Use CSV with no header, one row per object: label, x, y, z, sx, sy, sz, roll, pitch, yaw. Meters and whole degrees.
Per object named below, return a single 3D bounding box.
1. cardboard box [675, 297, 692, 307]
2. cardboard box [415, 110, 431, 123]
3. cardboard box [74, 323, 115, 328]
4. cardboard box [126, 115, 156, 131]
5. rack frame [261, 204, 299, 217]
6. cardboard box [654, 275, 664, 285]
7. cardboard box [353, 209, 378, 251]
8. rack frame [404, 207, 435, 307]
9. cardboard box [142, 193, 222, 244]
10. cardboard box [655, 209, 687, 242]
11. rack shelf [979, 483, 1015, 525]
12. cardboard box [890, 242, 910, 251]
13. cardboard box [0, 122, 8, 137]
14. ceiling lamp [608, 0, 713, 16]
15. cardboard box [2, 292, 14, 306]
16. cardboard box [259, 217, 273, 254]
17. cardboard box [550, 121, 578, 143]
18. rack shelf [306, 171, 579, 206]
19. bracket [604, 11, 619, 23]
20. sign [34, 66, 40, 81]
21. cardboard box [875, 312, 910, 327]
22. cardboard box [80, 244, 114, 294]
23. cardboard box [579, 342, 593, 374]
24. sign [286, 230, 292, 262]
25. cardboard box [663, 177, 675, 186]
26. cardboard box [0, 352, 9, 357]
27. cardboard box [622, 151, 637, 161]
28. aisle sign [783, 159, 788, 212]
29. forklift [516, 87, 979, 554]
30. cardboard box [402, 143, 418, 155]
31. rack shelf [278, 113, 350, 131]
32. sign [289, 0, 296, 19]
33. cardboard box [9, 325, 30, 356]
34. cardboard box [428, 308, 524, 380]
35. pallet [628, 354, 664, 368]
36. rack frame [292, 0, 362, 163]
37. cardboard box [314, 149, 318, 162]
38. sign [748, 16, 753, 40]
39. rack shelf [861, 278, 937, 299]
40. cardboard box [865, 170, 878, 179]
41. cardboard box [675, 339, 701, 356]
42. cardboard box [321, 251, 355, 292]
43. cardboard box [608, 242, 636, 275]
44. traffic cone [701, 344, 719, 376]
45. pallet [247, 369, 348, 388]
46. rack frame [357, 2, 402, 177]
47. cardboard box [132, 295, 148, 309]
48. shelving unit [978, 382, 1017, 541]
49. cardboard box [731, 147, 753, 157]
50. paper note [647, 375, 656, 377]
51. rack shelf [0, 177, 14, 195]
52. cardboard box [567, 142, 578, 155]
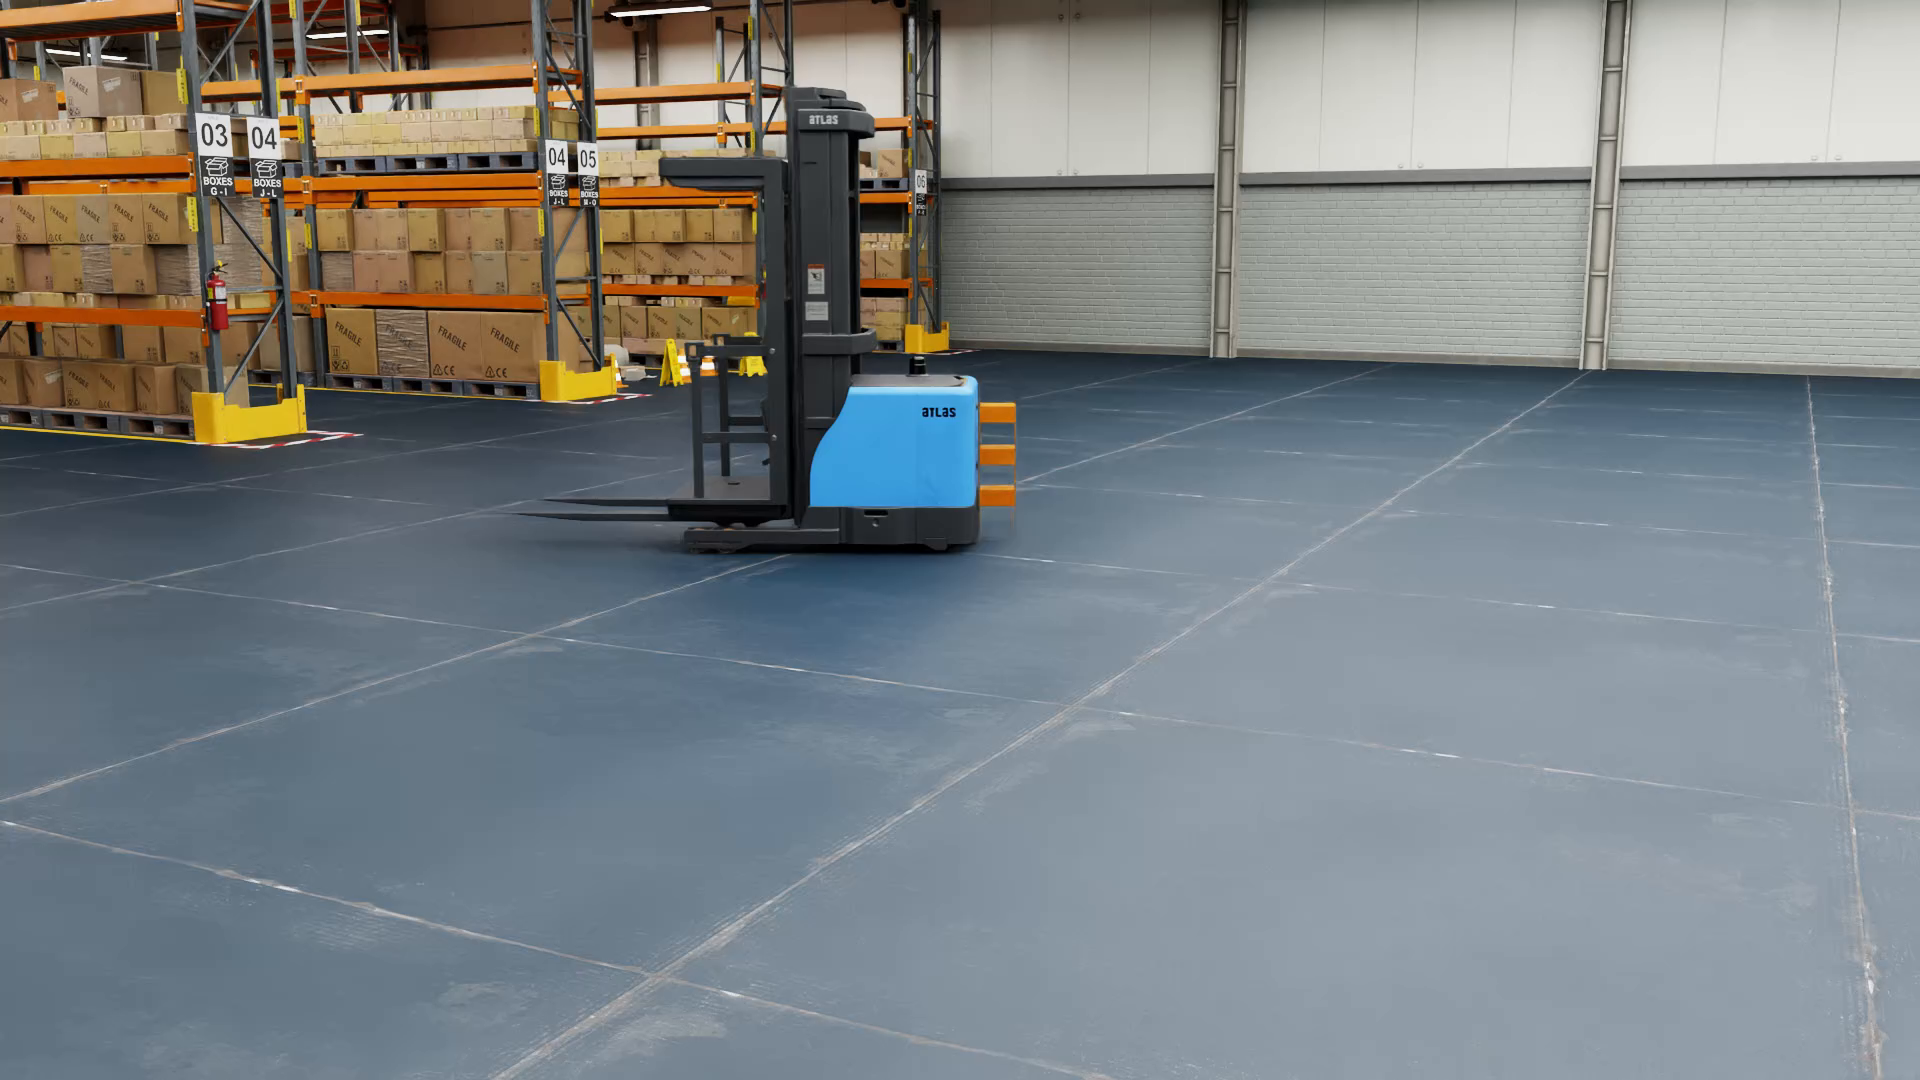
cardboard box,-4.227,-3.713,25.935,0.250,0.149,0.380,5,12,27
cardboard box,-6.730,-5.405,21.258,0.250,0.149,0.380,5,11,26
cardboard box,-12.814,-3.300,24.777,0.500,0.250,0.500,5,11,24
cardboard box,-8.058,-4.142,16.571,0.250,0.149,0.380,4,11,23
rack frame,-14.966,-6.165,36.869,0.127,3.000,1.000,5,11,26
cardboard box,-4.603,-4.106,26.200,0.250,0.149,0.380,5,11,26
cardboard box,-7.637,-4.173,22.413,0.550,0.550,0.875,5,11,26
rack frame,-11.379,-5.849,35.127,0.127,3.000,1.000,5,11,26
cardboard box,-7.798,-3.219,16.673,0.500,0.500,0.500,5,11,26
cardboard box,-4.319,-4.869,25.784,0.500,0.500,0.700,5,11,25
rack shelf,0.253,-0.245,11.257,0.240,0.259,0.215,0,10,2
cardboard box,-1.052,-5.255,29.740,0.250,0.149,0.380,5,11,27
cardboard box,-9.885,-4.319,17.553,0.250,0.149,0.380,5,12,28
ceiling lamp,-5.053,-10.681,28.590,2.000,3.185,0.800,5,11,26
cardboard box,-10.040,-2.599,17.875,0.250,0.149,0.380,5,11,26
cardboard box,-9.407,-4.247,23.185,0.500,0.500,0.700,5,11,25
cardboard box,-5.229,-5.196,21.219,0.500,0.250,0.500,5,11,26
rack shelf,-6.704,-4.592,21.776,4.000,0.370,1.077,5,11,26
bracket,-6.753,-10.275,32.626,0.430,0.232,0.235,5,11,26
sign,-17.410,-8.773,31.369,0.005,0.325,0.100,5,11,26
cardboard box,-1.192,-3.992,30.002,0.500,0.250,0.500,5,11,25
cardboard box,-8.607,-2.838,17.372,0.500,0.500,0.875,5,11,26
cardboard box,-5.506,-2.616,24.274,0.637,0.503,0.797,-2,11,-14
sign,-6.955,-3.041,17.178,0.005,0.325,0.100,5,11,26
cardboard box,-4.390,-5.552,25.767,0.250,0.149,0.380,5,11,24
cardboard box,-11.324,-1.882,18.987,0.500,0.500,0.700,4,11,21
cardboard box,-5.067,-6.000,26.003,0.250,0.149,0.380,5,11,25
aisle sign,-2.618,-5.435,25.536,0.004,0.787,0.394,5,11,26
forklift,-1.397,-1.446,10.992,3.031,2.935,1.130,0,10,2
cardboard box,-6.957,-5.033,21.439,0.250,0.149,0.380,5,11,27
rack shelf,-11.778,-7.300,29.440,4.000,0.370,1.077,5,11,26
sign,-8.727,-6.990,21.742,0.005,0.325,0.100,5,11,26
cardboard box,-14.175,-3.053,25.518,0.500,0.500,0.500,5,12,27
cardboard box,-6.338,-2.585,21.879,0.875,0.875,0.875,5,11,25
pallet,-4.682,-2.911,26.720,1.213,0.211,1.003,5,11,26
rack frame,-8.497,-6.579,22.316,0.127,3.000,1.000,5,11,26
cardboard box,-8.928,-5.381,23.032,0.396,0.266,0.258,5,11,25
sign,-3.074,-7.513,24.408,0.005,0.325,0.100,5,11,26
rack shelf,-2.411,-4.707,30.838,4.000,0.370,1.077,5,11,26
cardboard box,-1.495,-6.529,29.704,0.250,0.149,0.380,5,11,24
cardboard box,-4.116,-3.027,26.075,0.500,0.250,0.500,5,11,26
cardboard box,-8.161,-3.674,22.687,0.550,0.550,0.875,5,11,26
cardboard box,-5.221,-4.465,26.361,0.500,0.500,0.500,5,11,25
traffic cone,-3.767,-2.690,24.796,0.334,0.463,0.336,5,11,26
pallet,-9.223,-2.304,23.368,1.213,0.211,1.003,5,11,26
rack frame,-9.985,-7.693,28.470,0.127,3.000,1.000,5,11,26
cardboard box,-8.231,-2.447,17.035,0.250,0.149,0.380,5,11,26
shelving unit,0.253,-0.529,11.206,0.252,1.050,0.215,0,10,2
cardboard box,-3.244,-5.835,25.092,0.250,0.149,0.380,5,11,26
paper note,-4.539,-2.406,24.440,0.142,0.019,0.148,1,10,6
rack shelf,-12.576,-4.123,19.185,4.000,0.370,1.077,5,11,26
cardboard box,-5.076,-4.999,21.250,0.250,0.149,0.380,5,11,26
